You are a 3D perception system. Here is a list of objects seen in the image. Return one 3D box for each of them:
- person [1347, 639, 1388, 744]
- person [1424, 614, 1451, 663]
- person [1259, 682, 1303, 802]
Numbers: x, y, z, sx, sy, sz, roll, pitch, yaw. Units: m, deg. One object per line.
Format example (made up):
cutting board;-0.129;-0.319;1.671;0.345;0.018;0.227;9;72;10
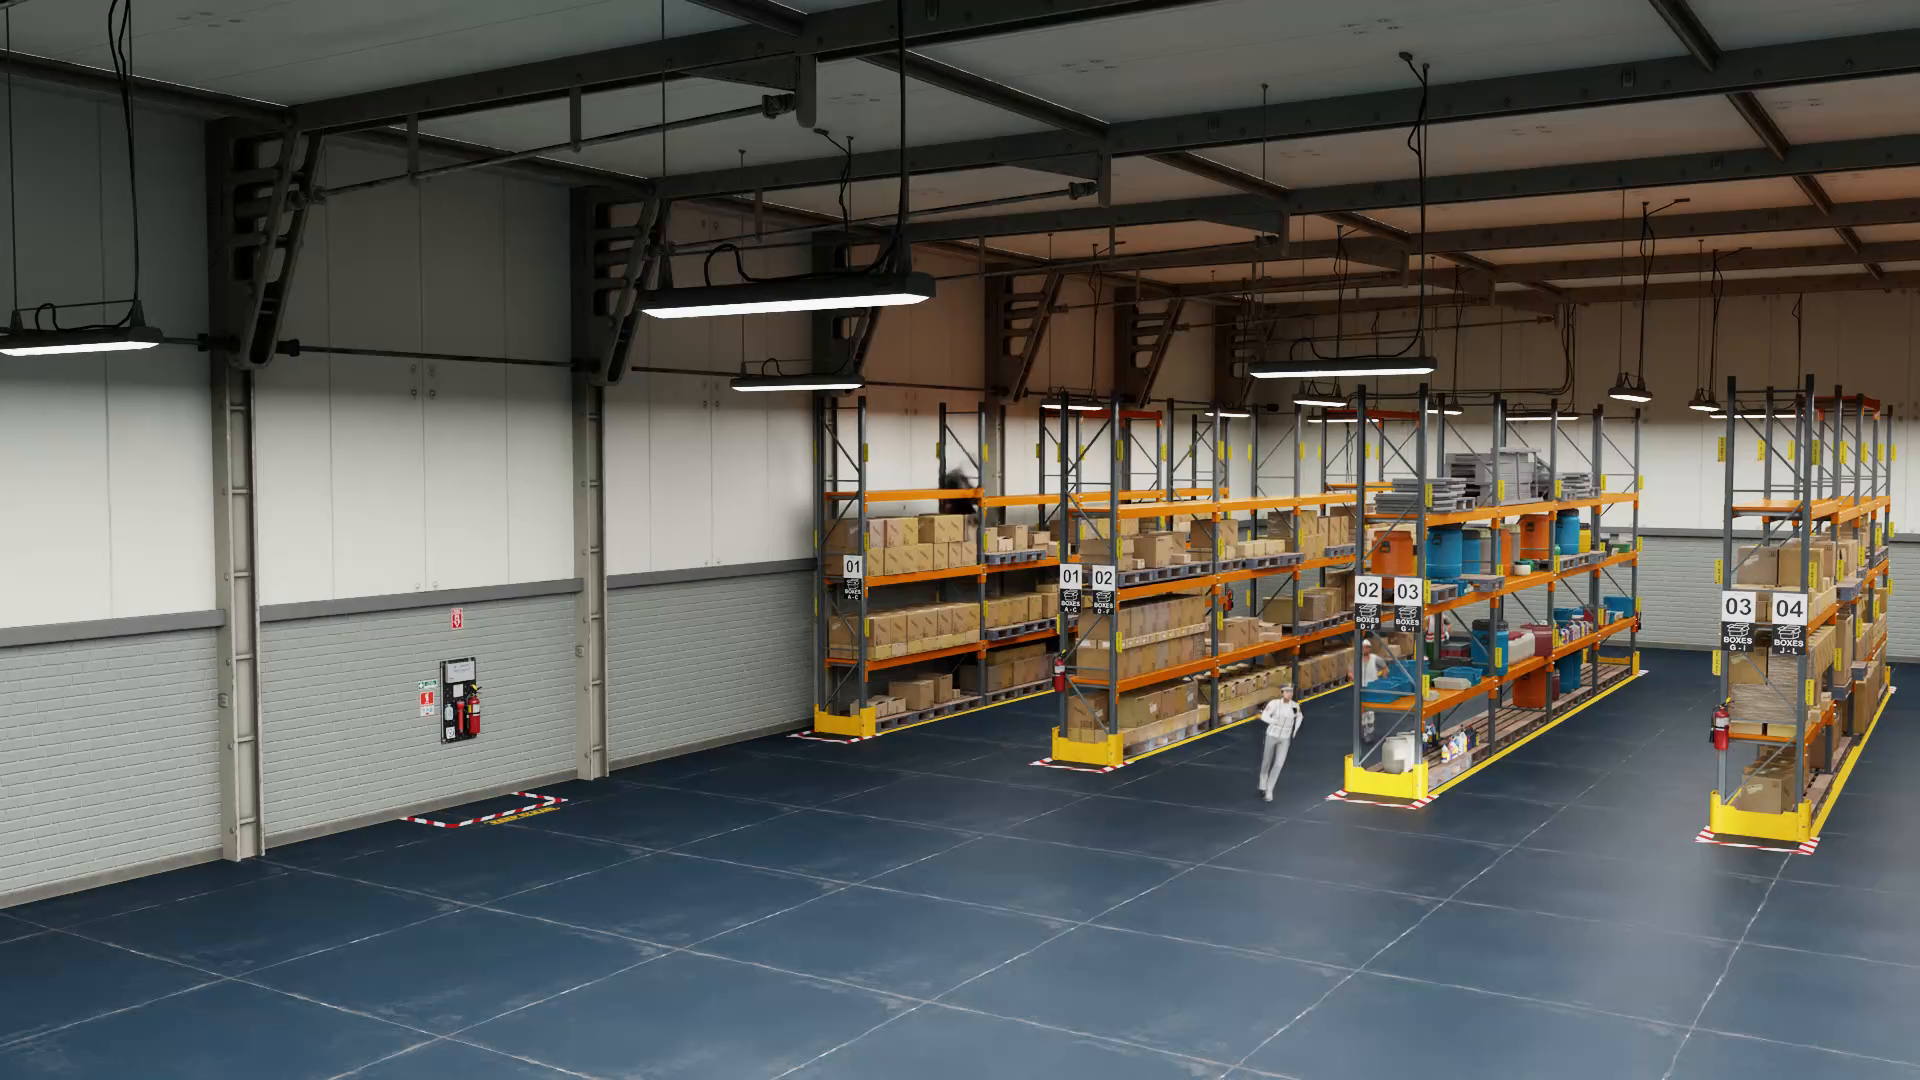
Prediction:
person;7.008;2.605;28.675;0.643;1.796;0.805;2;3;27
person;10.193;2.205;35.729;0.654;1.792;0.976;1;3;21
person;4.683;2.896;24.201;0.626;1.694;0.825;0;3;7
